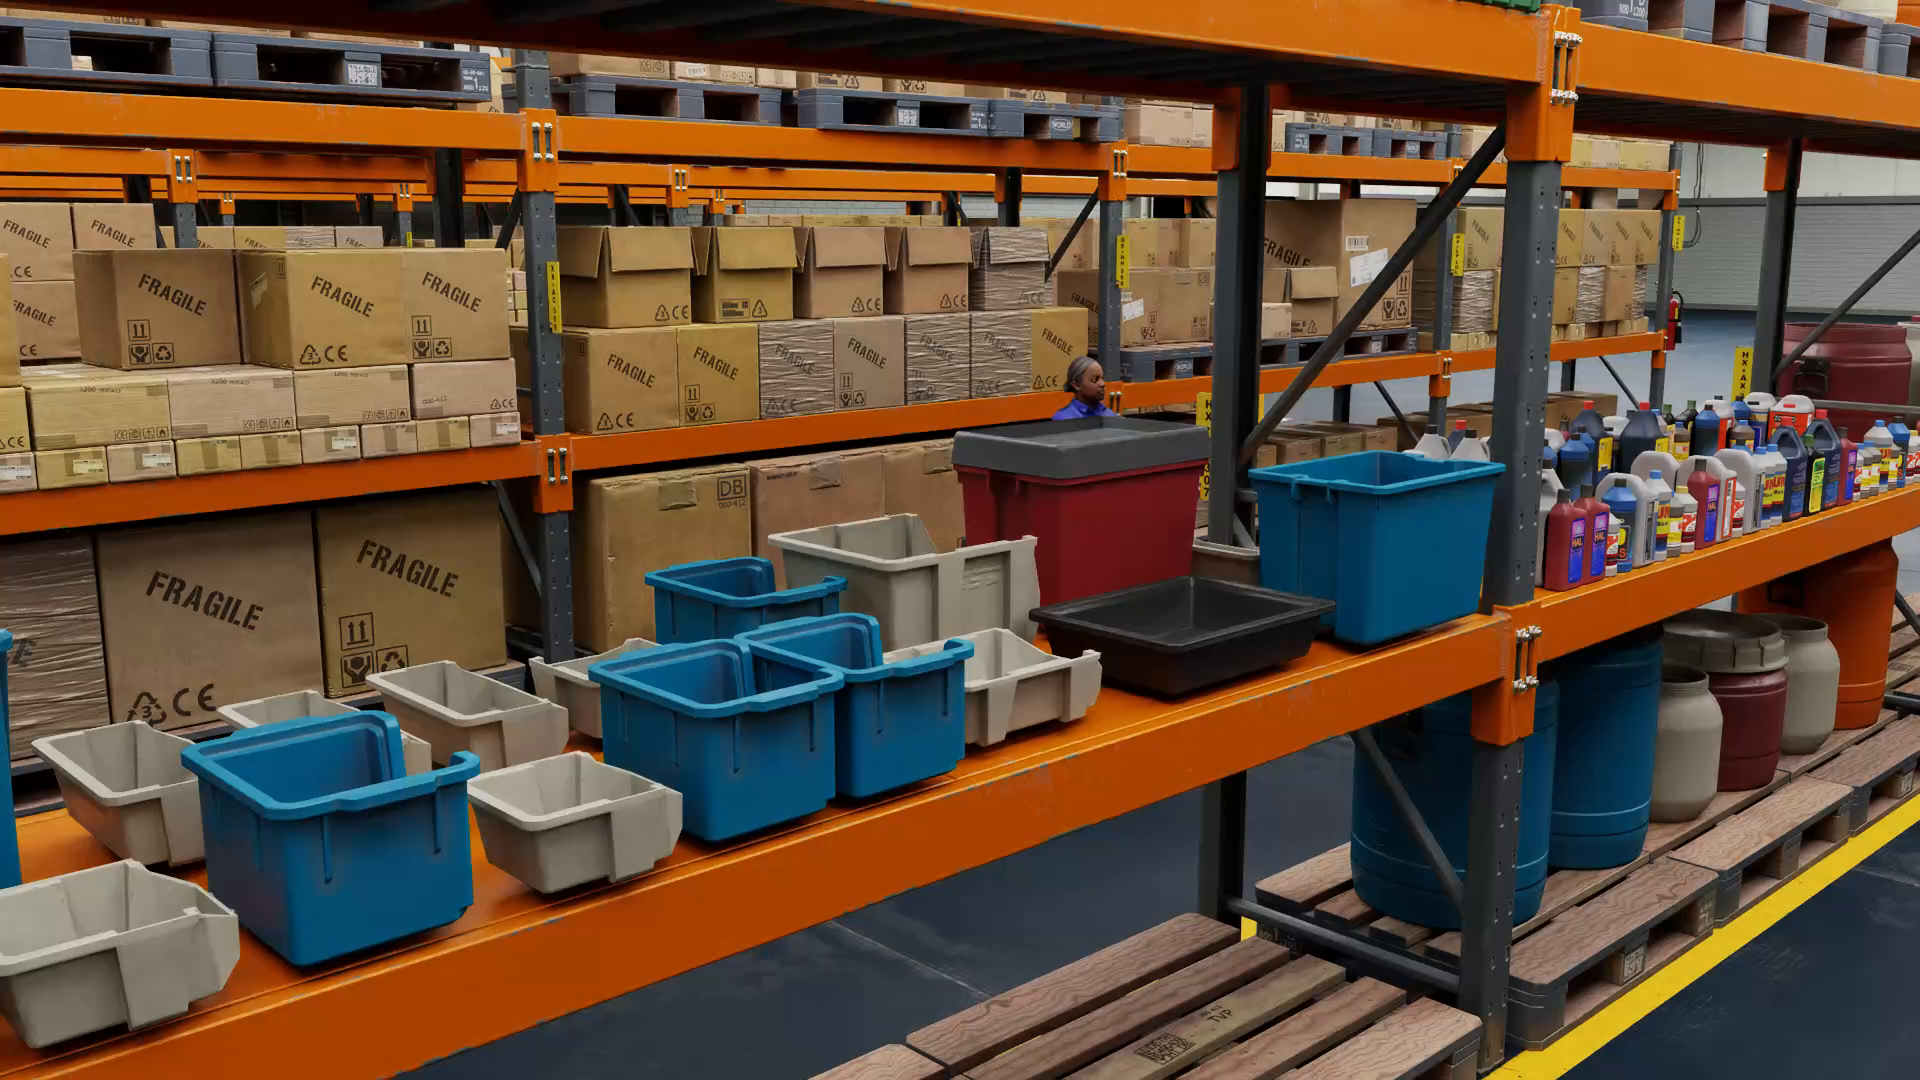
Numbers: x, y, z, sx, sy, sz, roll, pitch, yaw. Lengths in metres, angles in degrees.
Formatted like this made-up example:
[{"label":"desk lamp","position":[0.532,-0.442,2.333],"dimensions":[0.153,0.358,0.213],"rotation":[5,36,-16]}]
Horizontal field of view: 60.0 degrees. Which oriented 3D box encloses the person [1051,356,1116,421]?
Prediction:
[{"label":"person","position":[0.714,-0.105,8.524],"dimensions":[0.451,1.650,0.518],"rotation":[-9,14,-41]}]
